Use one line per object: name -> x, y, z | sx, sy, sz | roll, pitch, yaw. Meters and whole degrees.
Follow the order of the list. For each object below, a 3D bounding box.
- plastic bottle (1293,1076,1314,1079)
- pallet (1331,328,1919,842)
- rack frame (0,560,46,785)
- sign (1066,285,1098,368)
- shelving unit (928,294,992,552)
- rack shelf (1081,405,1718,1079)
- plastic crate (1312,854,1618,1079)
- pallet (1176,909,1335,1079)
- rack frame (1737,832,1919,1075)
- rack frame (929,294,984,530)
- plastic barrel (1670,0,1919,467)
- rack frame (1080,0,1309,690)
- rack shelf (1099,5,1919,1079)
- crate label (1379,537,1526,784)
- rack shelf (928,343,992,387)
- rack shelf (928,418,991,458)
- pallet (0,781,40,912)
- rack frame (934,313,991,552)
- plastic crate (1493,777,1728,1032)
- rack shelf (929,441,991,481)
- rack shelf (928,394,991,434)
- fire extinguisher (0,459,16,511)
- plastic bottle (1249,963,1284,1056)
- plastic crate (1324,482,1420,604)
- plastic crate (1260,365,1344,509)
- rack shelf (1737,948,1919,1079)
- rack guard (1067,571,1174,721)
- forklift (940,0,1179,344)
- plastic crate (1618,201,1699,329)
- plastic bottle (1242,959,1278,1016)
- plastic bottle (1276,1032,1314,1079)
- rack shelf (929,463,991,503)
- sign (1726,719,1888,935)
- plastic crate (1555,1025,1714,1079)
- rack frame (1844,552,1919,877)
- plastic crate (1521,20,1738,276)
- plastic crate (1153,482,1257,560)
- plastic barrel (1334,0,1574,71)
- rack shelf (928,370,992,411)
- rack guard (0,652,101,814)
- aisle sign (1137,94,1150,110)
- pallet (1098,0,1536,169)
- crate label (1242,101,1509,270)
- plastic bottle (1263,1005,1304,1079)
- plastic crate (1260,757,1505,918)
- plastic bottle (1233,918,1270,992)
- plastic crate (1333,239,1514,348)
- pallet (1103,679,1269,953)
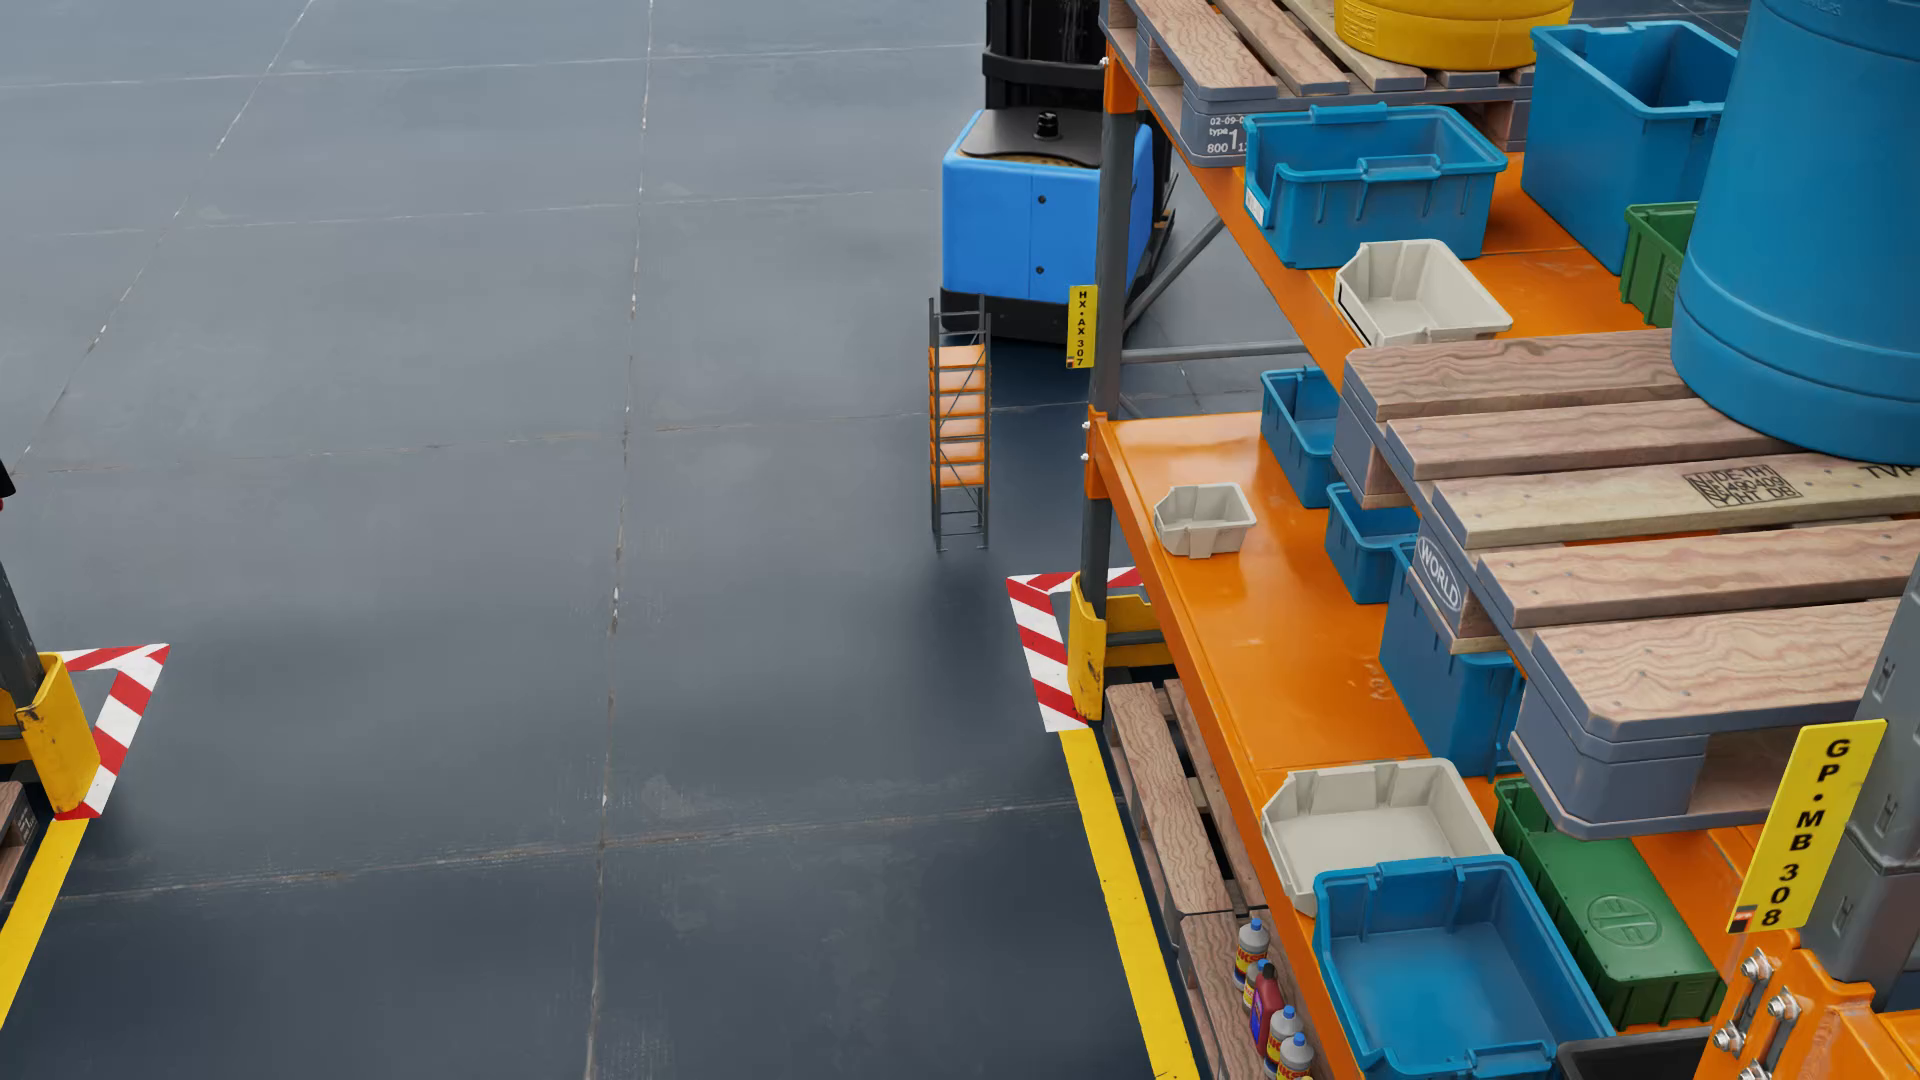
plastic bottle -> 0.991, 1.625, 4.797 | 0.097, 0.201, 0.097 | 0, 34, 0
pallet -> 1.327, -0.012, 2.609 | 1.213, 0.211, 1.003 | -4, 35, -6
rack frame -> -3.925, -0.313, 5.545 | 1.000, 3.000, 0.127 | -4, 35, -6
sign -> 0.437, -0.763, 5.960 | 0.100, 0.325, 0.005 | -4, 35, -6
shelving unit -> -0.002, -0.504, 7.424 | 0.258, 1.200, 0.189 | -4, 35, -6
rack shelf -> 1.252, 0.726, 4.660 | 1.077, 0.370, 4.000 | -4, 35, -6
plastic crate -> 1.103, 1.009, 3.738 | 0.499, 0.251, 0.616 | -4, 35, -6
pallet -> 1.304, 1.637, 5.161 | 1.003, 0.211, 1.213 | -4, 35, -6
rack frame -> 1.521, 1.544, 2.820 | 1.000, 3.000, 0.127 | -4, 35, -6
rack frame -> -0.014, -0.555, 7.499 | 0.240, 1.200, 0.006 | -4, 35, -6
plastic barrel -> 1.493, -0.639, 2.543 | 0.600, 0.901, 0.708 | -4, 35, -6
rack frame -> 0.983, -0.688, 6.096 | 1.000, 3.000, 0.127 | -4, 35, -6
rack shelf -> 1.252, -0.514, 3.816 | 1.077, 0.370, 4.000 | -4, 35, -6
crate label -> 1.498, 0.304, 4.608 | 0.502, 0.435, 0.616 | -4, 35, -6
rack shelf -> -0.002, -0.765, 7.246 | 0.258, 0.103, 0.180 | -4, 35, -6
rack shelf -> -0.002, -0.467, 7.449 | 0.258, 0.103, 0.180 | -4, 35, -6
pallet -> -3.841, 1.338, 5.599 | 1.003, 0.211, 1.213 | -4, 35, -6
rack frame -> 0.010, -0.453, 7.349 | 0.240, 1.200, 0.006 | -4, 35, -6
plastic crate -> 1.618, 0.853, 4.023 | 0.450, 0.188, 0.662 | -4, 35, -6
rack shelf -> -0.002, -0.368, 7.517 | 0.258, 0.103, 0.180 | -4, 35, -6
rack shelf -> -0.002, -0.566, 7.381 | 0.258, 0.103, 0.180 | -4, 35, -6
fire extinguisher -> -3.484, -0.379, 5.712 | 0.296, 0.674, 0.183 | -4, 35, -6
plastic bottle -> 0.930, 1.416, 5.030 | 0.061, 0.283, 0.133 | -4, 34, -6
plastic crate -> 1.428, -0.007, 5.228 | 0.499, 0.251, 0.408 | -4, 35, -6
plastic crate -> 1.346, -0.370, 5.761 | 0.499, 0.251, 0.616 | -4, 35, -6
rack shelf -> 1.790, 1.718, 0.540 | 1.077, 0.370, 4.000 | -4, 35, -6
rack guard -> 1.039, 0.384, 6.742 | 1.175, 0.500, 0.348 | -4, 35, -6
forklift -> 0.749, -3.092, 9.684 | 1.130, 2.935, 3.031 | 8, 35, 12
plastic crate -> 1.578, -0.509, 3.357 | 0.336, 0.188, 0.450 | -4, 35, -6
plastic bottle -> 0.932, 1.380, 5.156 | 0.097, 0.201, 0.097 | 0, 34, 0
plastic bottle -> 0.977, 1.540, 4.858 | 0.097, 0.271, 0.097 | 0, 34, 0
rack shelf -> -0.002, -0.269, 7.584 | 0.258, 0.103, 0.180 | -4, 35, -6
sign -> 0.974, 0.337, 1.921 | 0.100, 0.325, 0.005 | -4, 35, -6
plastic crate -> 1.576, 1.268, 3.280 | 0.767, 0.338, 0.504 | -4, 35, -6
rack frame -> 1.521, -0.935, 1.131 | 1.000, 3.000, 0.127 | -4, 35, -6
plastic crate -> 1.537, -0.879, 3.727 | 0.392, 0.384, 0.575 | -4, 35, -6
plastic crate -> 0.784, -0.055, 5.401 | 0.298, 0.136, 0.250 | -4, 35, -6
plastic barrel -> 1.262, -1.552, 4.160 | 0.600, 0.588, 0.600 | 0, 34, 0
rack shelf -> -0.002, -0.665, 7.314 | 0.258, 0.103, 0.180 | -4, 35, -6
rack guard -> -3.915, 0.763, 6.187 | 1.175, 0.500, 0.348 | -4, 35, -6
aisle sign -> 0.683, -1.780, 5.390 | 0.394, 0.787, 0.004 | -4, 35, -6
pallet -> 0.997, -1.380, 4.616 | 1.003, 0.211, 1.213 | -4, 35, -6
crate label -> 0.907, -0.796, 3.723 | 0.502, 0.251, 0.408 | -4, 35, -6
plastic bottle -> 0.964, 1.485, 4.940 | 0.097, 0.271, 0.097 | 0, 34, 0
plastic crate -> 1.051, 0.766, 4.196 | 0.530, 0.136, 0.437 | -4, 35, -6
plastic bottle -> 0.918, 1.293, 5.221 | 0.097, 0.271, 0.097 | 0, 34, 0
plastic crate -> 0.904, -0.451, 3.319 | 0.243, 0.136, 0.396 | -4, 35, -6
pallet -> 1.143, 0.957, 6.158 | 1.003, 0.211, 1.213 | -4, 35, -6
